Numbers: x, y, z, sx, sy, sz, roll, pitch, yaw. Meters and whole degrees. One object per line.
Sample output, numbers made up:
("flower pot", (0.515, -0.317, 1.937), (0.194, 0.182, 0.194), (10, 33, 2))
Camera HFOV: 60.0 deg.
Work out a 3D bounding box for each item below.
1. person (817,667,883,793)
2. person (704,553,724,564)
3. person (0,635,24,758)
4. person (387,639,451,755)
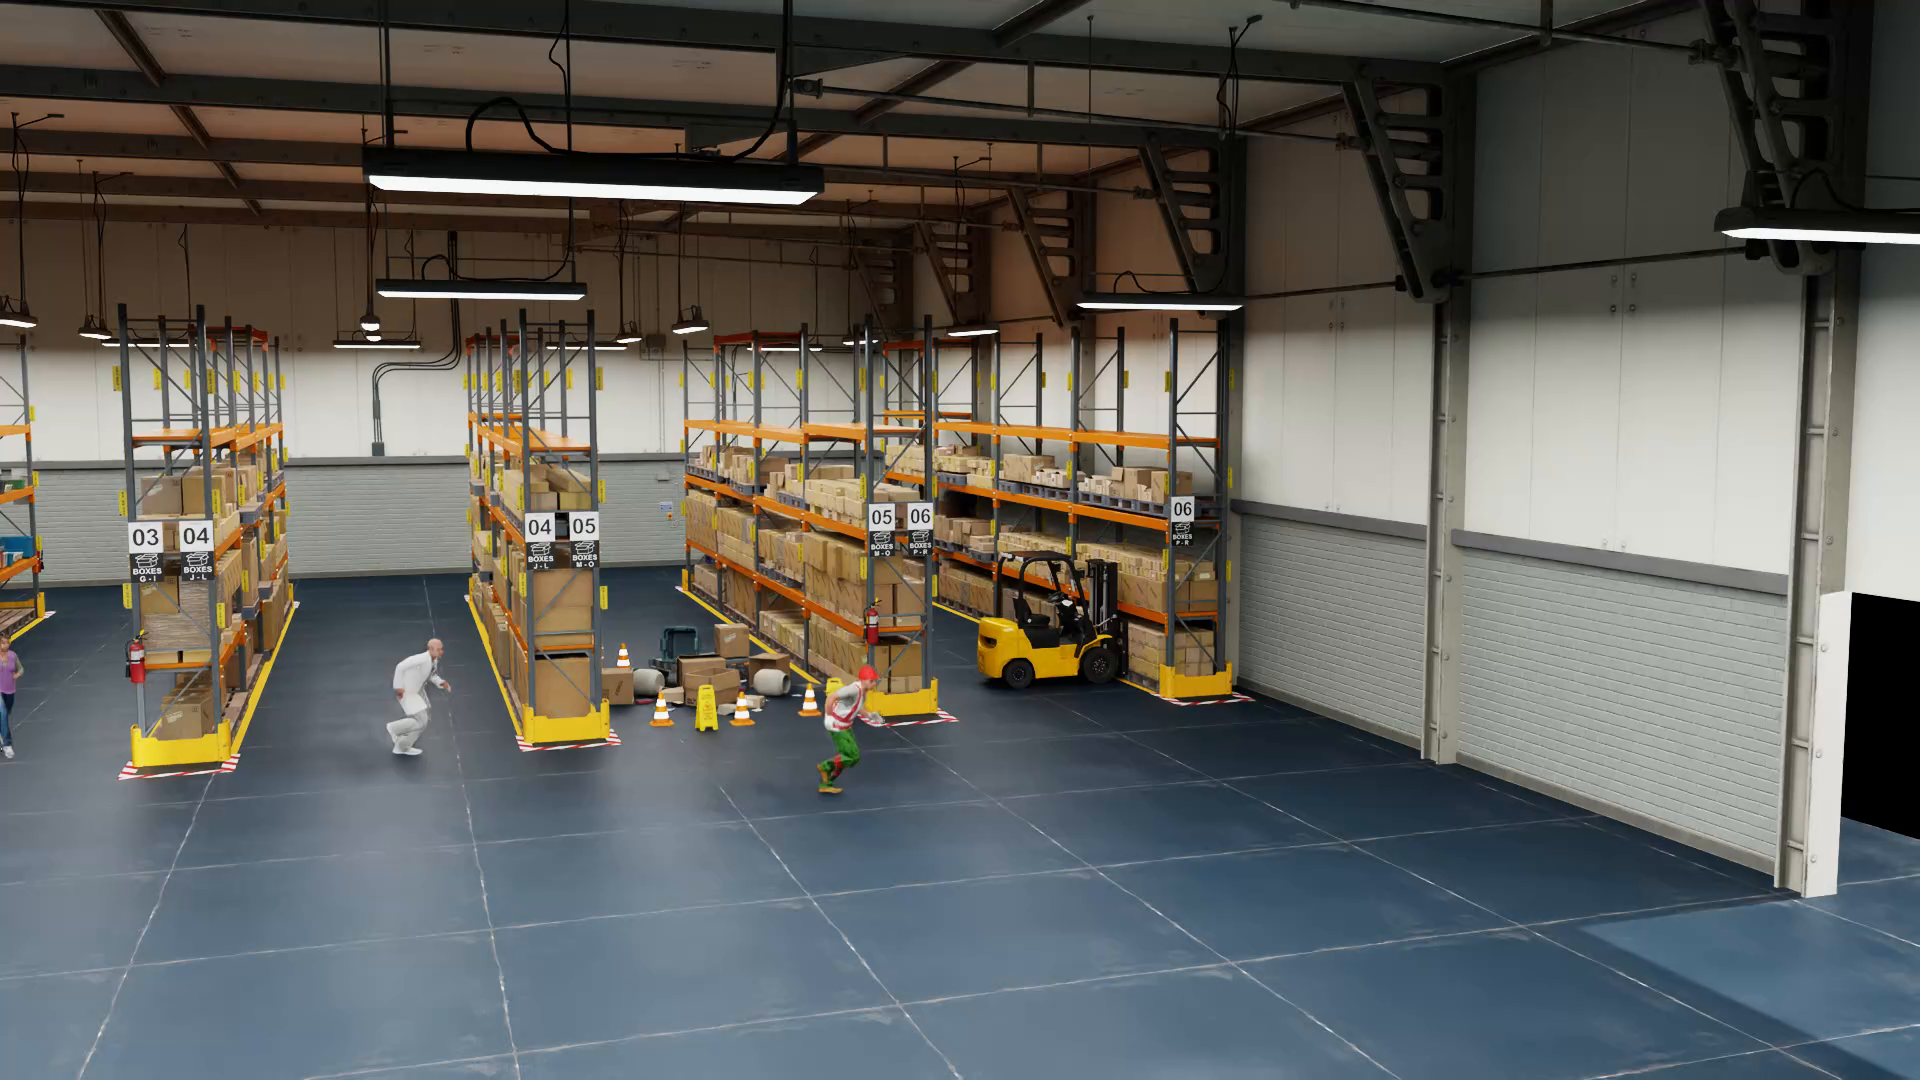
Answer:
("person", (-1.353, 2.311, 20.088), (0.810, 1.590, 0.697), (2, 6, 17))
("person", (-6.394, 0.086, 43.339), (0.772, 1.607, 0.619), (-4, 7, -38))
("person", (-12.966, 2.076, 22.453), (0.869, 1.621, 0.571), (5, 7, 40))
("person", (-7.275, 2.111, 22.239), (0.875, 1.592, 0.740), (1, 6, 11))
